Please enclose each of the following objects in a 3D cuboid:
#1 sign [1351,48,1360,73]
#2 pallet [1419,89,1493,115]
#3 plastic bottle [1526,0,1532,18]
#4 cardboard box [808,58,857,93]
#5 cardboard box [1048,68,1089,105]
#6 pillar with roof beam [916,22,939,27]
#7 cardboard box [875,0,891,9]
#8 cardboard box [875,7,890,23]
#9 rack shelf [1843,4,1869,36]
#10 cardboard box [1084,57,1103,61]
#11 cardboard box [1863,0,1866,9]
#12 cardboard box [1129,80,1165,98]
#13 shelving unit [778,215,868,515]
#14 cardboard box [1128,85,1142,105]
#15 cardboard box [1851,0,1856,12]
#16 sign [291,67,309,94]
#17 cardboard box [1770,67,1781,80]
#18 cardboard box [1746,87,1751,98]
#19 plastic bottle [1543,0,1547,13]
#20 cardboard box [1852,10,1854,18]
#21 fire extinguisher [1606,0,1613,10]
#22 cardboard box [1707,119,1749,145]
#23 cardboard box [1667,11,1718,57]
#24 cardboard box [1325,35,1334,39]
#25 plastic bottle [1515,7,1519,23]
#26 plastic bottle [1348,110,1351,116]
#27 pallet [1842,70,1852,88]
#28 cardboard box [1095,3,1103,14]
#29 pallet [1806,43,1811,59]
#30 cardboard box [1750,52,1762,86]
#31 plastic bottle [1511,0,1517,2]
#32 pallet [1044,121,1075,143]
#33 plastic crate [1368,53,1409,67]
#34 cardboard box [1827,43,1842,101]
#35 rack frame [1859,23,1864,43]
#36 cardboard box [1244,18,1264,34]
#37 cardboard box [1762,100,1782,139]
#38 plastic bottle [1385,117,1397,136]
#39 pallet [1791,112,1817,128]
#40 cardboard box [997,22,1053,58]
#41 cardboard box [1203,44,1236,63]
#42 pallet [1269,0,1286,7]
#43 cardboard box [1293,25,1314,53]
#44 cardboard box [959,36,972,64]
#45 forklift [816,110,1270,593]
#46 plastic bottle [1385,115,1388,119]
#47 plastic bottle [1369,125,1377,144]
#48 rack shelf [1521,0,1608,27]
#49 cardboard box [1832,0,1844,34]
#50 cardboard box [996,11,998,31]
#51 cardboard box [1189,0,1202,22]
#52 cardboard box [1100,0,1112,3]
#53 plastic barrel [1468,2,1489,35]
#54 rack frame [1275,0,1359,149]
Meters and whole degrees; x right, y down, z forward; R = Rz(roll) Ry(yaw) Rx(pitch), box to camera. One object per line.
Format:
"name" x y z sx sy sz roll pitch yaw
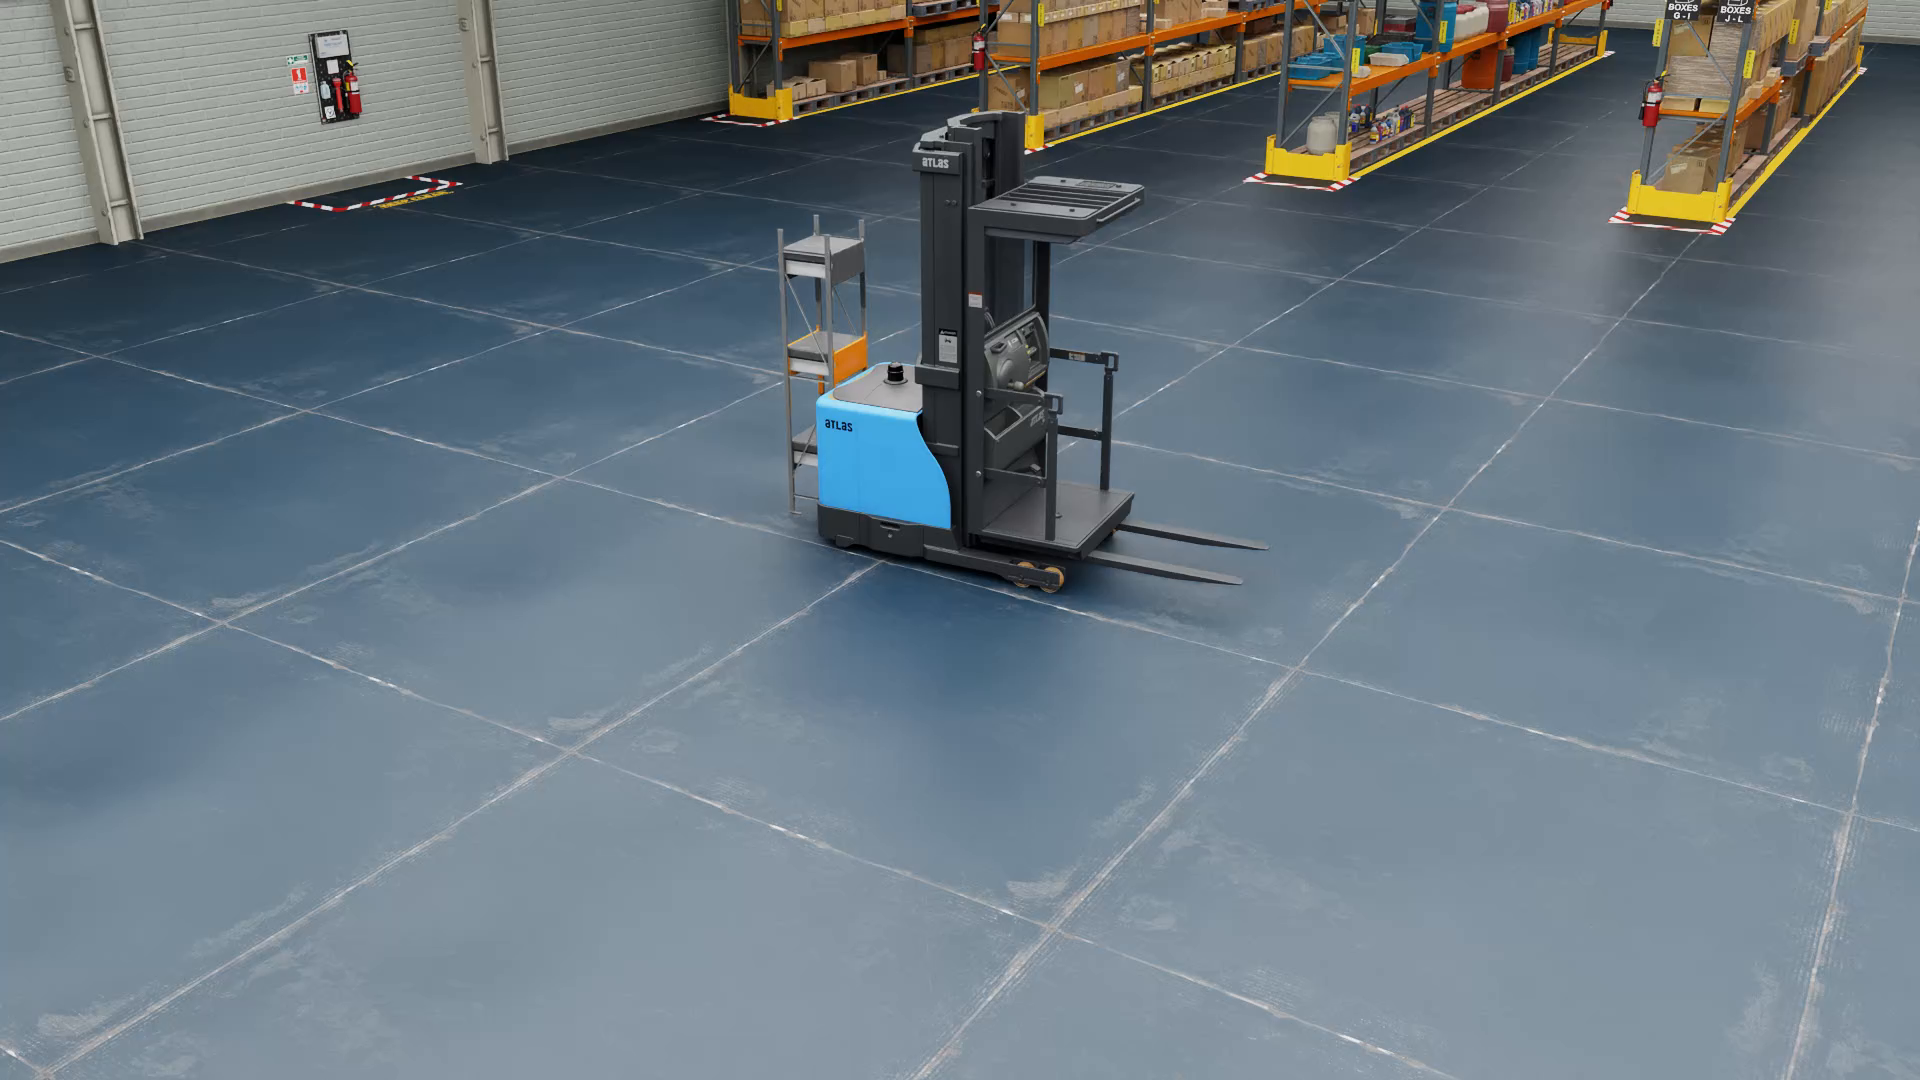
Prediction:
"sign" 5.425 -6.574 22.813 0.100 0.325 0.005 14 27 29
"pallet" 8.738 -7.731 29.343 1.003 0.211 1.213 14 27 29
"plastic bottle" 10.502 -9.841 30.769 0.144 0.351 0.185 14 27 29
"cardboard box" -2.285 -8.339 29.830 0.700 0.500 0.500 12 26 26
"cardboard box" 1.740 -7.353 26.949 0.500 0.500 0.500 14 27 29
"pillar with roof beam" 3.000 -12.934 30.300 9.100 9.000 0.400 14 27 29
"cardboard box" -1.592 -9.881 30.018 0.500 0.500 0.500 14 27 29
"cardboard box" -1.609 -9.541 30.177 0.500 0.250 0.500 14 27 29
"rack shelf" 16.552 -9.921 31.798 1.077 0.370 4.000 14 27 29
"cardboard box" 2.096 -7.967 28.367 0.500 0.500 0.500 14 27 29
"cardboard box" 17.430 -10.449 32.427 0.380 0.149 0.250 14 27 29
"cardboard box" 3.287 -7.969 29.314 0.500 0.250 0.500 13 27 28
"shelving unit" -0.959 -1.218 11.921 0.431 2.100 0.503 11 26 23
"cardboard box" 2.805 -7.682 28.652 0.500 0.250 0.500 14 27 29
"cardboard box" 16.234 -9.915 30.691 0.500 0.250 0.500 14 27 29
"sign" -8.703 -6.058 21.923 0.001 0.329 0.234 14 27 29
"cardboard box" 11.414 -6.627 23.598 0.380 0.149 0.250 14 27 29
"cardboard box" 10.174 -5.880 21.874 0.380 0.149 0.250 14 27 29
"plastic bottle" 11.083 -10.213 31.628 0.144 0.351 0.185 14 27 29
"cardboard box" 16.350 -9.758 30.831 0.380 0.149 0.250 13 27 28
"fire extinguisher" 13.865 -11.713 35.599 0.296 0.674 0.183 14 27 29
"cardboard box" 11.033 -5.795 23.979 0.500 0.500 0.500 13 27 27
"cardboard box" 9.248 -6.405 21.011 0.500 0.500 0.500 14 27 29
"cardboard box" 7.936 -10.946 36.271 0.380 0.166 0.250 14 27 29
"plastic bottle" 10.036 -9.481 30.022 0.061 0.283 0.133 14 27 29
"plastic bottle" 6.069 -6.573 26.024 0.061 0.283 0.133 15 28 31
"pallet" 16.608 -8.950 32.159 1.003 0.211 1.213 14 27 29
"cardboard box" 2.093 -8.642 26.994 0.380 0.149 0.250 15 28 31
"pallet" 12.378 -7.462 25.452 1.003 0.211 1.213 14 27 29
"cardboard box" 10.217 -6.408 22.277 0.875 0.500 0.500 14 27 29
"plastic bottle" 10.807 -10.527 32.354 0.144 0.351 0.185 14 27 29
"pallet" 1.121 -6.591 26.708 1.003 0.211 1.213 14 27 29
"plastic crate" 6.428 -7.192 24.920 0.530 0.136 0.437 14 27 29
"cardboard box" 14.706 -8.272 29.228 1.225 0.875 0.875 13 27 27
"rack frame" 17.607 -10.926 33.214 1.000 3.000 0.127 14 27 29
"cardboard box" 5.830 -10.433 33.724 0.500 0.250 0.500 13 27 28
"cardboard box" 12.182 -6.480 25.535 0.700 0.500 0.500 11 26 24
"plastic bottle" 6.614 -6.361 25.542 0.152 0.276 0.135 14 27 30
"pallet" 13.867 -7.197 28.109 1.003 0.211 1.213 14 27 29
"cardboard box" 1.011 -7.804 25.876 0.700 0.500 0.500 14 27 29
"cardboard box" 4.906 -9.263 31.599 0.500 0.311 0.500 15 27 30
"pallet" 5.995 -10.873 33.332 1.003 0.211 1.213 14 27 29
"cardboard box" 7.067 -10.482 34.779 0.500 0.500 0.500 14 27 29
"cardboard box" -0.181 -9.818 33.246 0.700 0.500 0.500 14 27 29
"forklift" 0.561 -1.238 10.921 3.031 2.935 1.130 11 26 23
"plastic bottle" 6.603 -6.431 25.695 0.061 0.283 0.133 14 27 29
"plastic bottle" 6.181 -6.061 24.855 0.097 0.271 0.097 0 23 0
"rack shelf" 12.345 -10.959 34.195 1.077 0.370 4.000 14 27 29
"cardboard box" 14.946 -9.064 28.785 0.500 0.500 0.500 14 27 28
"cardboard box" 1.262 -10.767 35.024 0.750 0.750 0.750 13 27 28
"cardboard box" 4.102 -9.780 30.439 0.500 0.500 0.500 12 26 26
"cardboard box" 2.105 -9.104 27.245 0.700 0.500 0.500 14 27 29
"plastic barrel" 8.818 -8.924 28.447 0.421 0.512 0.421 0 23 0
"rack frame" 4.960 -6.564 23.137 1.000 3.000 0.127 14 27 29
